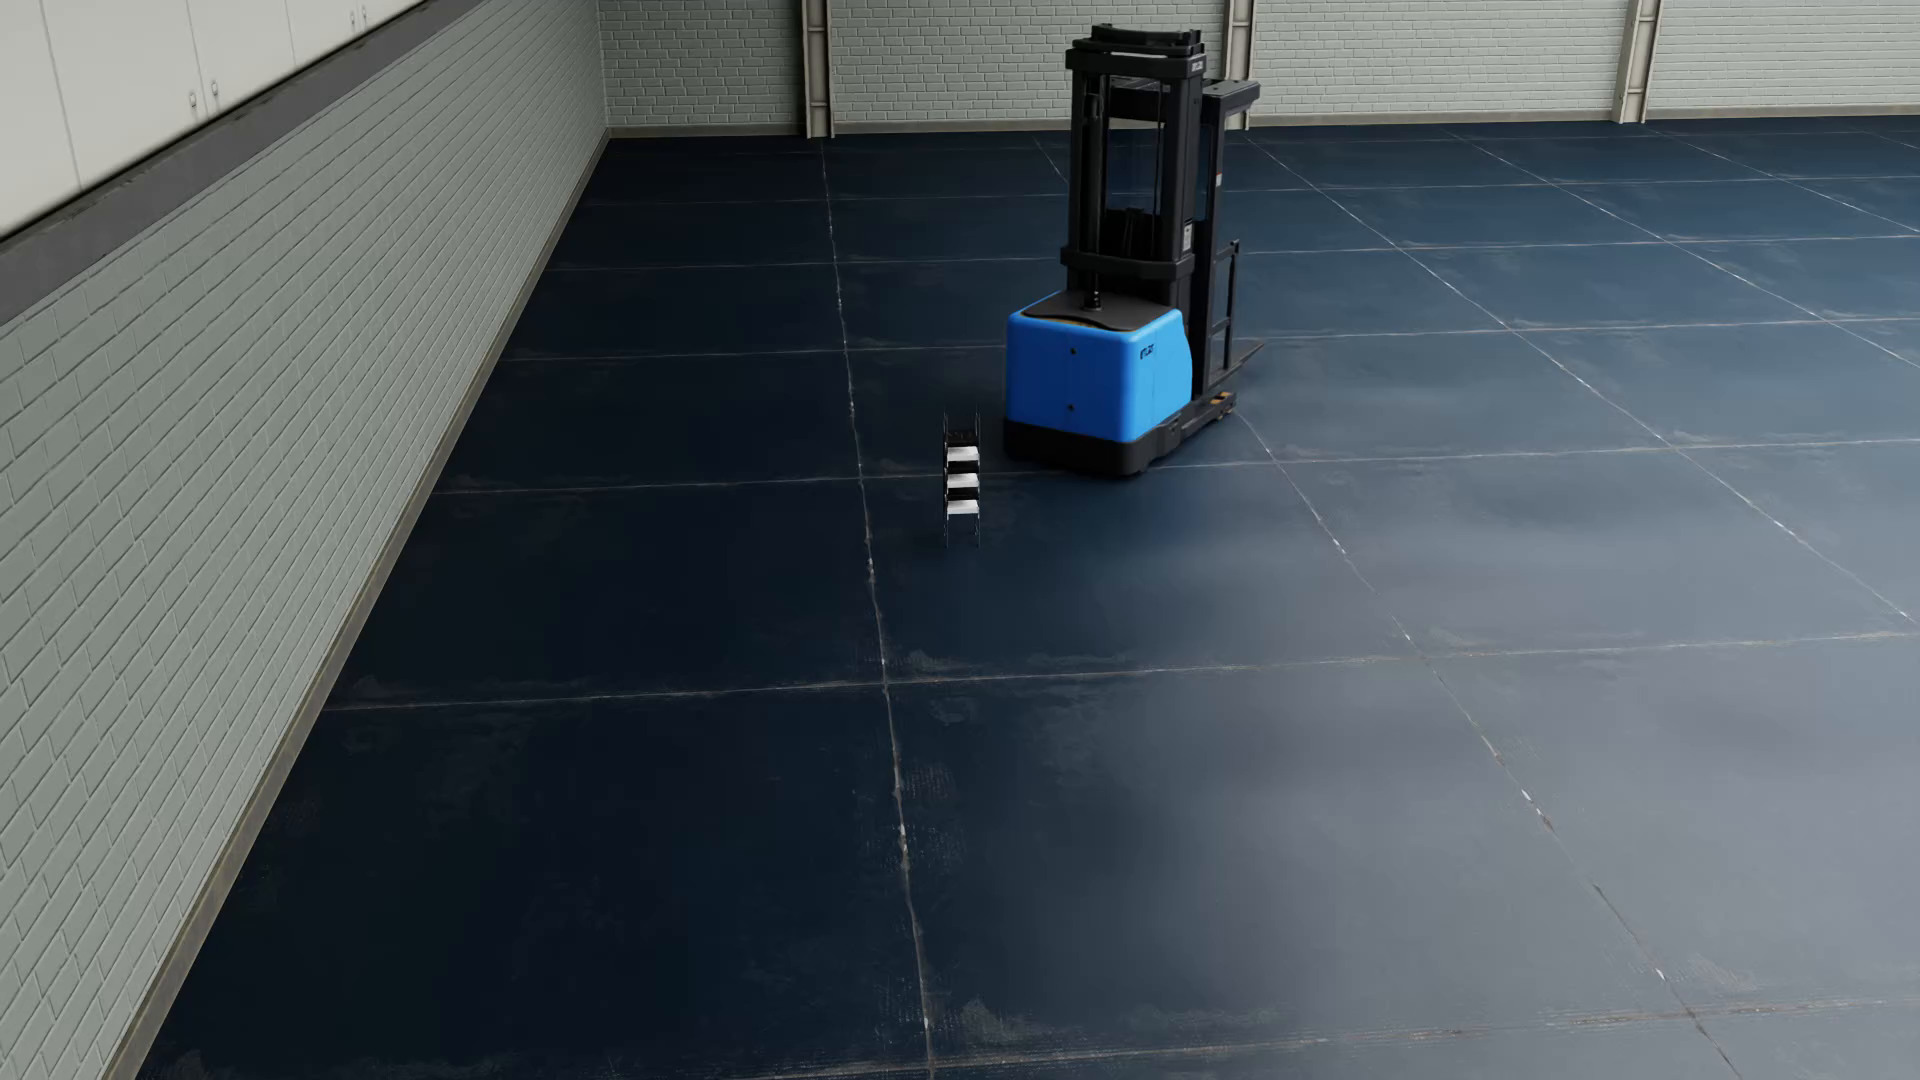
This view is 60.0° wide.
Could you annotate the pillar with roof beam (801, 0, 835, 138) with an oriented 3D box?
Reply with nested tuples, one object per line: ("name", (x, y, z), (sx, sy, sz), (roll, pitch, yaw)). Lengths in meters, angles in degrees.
("pillar with roof beam", (-1.568, -8.138, 17.979), (0.400, 9.000, 9.100), (-2, 24, -5))

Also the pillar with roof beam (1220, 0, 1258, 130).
("pillar with roof beam", (4.403, -8.377, 18.518), (0.400, 9.000, 9.100), (-2, 24, -5))

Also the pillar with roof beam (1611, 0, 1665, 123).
("pillar with roof beam", (10.374, -8.617, 19.057), (0.400, 9.000, 9.100), (-2, 24, -5))

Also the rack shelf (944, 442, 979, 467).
("rack shelf", (0.008, -0.546, 10.508), (0.200, 0.077, 0.258), (-2, 24, -5))

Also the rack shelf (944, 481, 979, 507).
("rack shelf", (0.008, -0.299, 10.618), (0.200, 0.077, 0.258), (-2, 24, -5))

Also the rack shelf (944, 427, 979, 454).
("rack shelf", (0.008, -0.628, 10.472), (0.200, 0.077, 0.258), (-2, 24, -5))

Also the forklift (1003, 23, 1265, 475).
("forklift", (1.500, -2.346, 12.420), (1.130, 2.935, 3.031), (14, 27, 28))

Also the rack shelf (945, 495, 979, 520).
("rack shelf", (0.008, -0.217, 10.655), (0.200, 0.077, 0.258), (-2, 24, -5))

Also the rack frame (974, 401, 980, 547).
("rack frame", (0.109, -0.416, 10.577), (0.006, 0.900, 0.240), (-2, 24, -5))

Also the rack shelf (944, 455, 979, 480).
("rack shelf", (0.008, -0.463, 10.545), (0.200, 0.077, 0.258), (-2, 24, -5))

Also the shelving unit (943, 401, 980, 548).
("shelving unit", (0.008, -0.412, 10.568), (0.210, 0.900, 0.258), (-2, 24, -5))

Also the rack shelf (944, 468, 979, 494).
("rack shelf", (0.008, -0.381, 10.581), (0.200, 0.077, 0.258), (-2, 24, -5))

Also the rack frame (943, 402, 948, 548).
("rack frame", (-0.093, -0.407, 10.559), (0.006, 0.900, 0.240), (-2, 24, -5))
